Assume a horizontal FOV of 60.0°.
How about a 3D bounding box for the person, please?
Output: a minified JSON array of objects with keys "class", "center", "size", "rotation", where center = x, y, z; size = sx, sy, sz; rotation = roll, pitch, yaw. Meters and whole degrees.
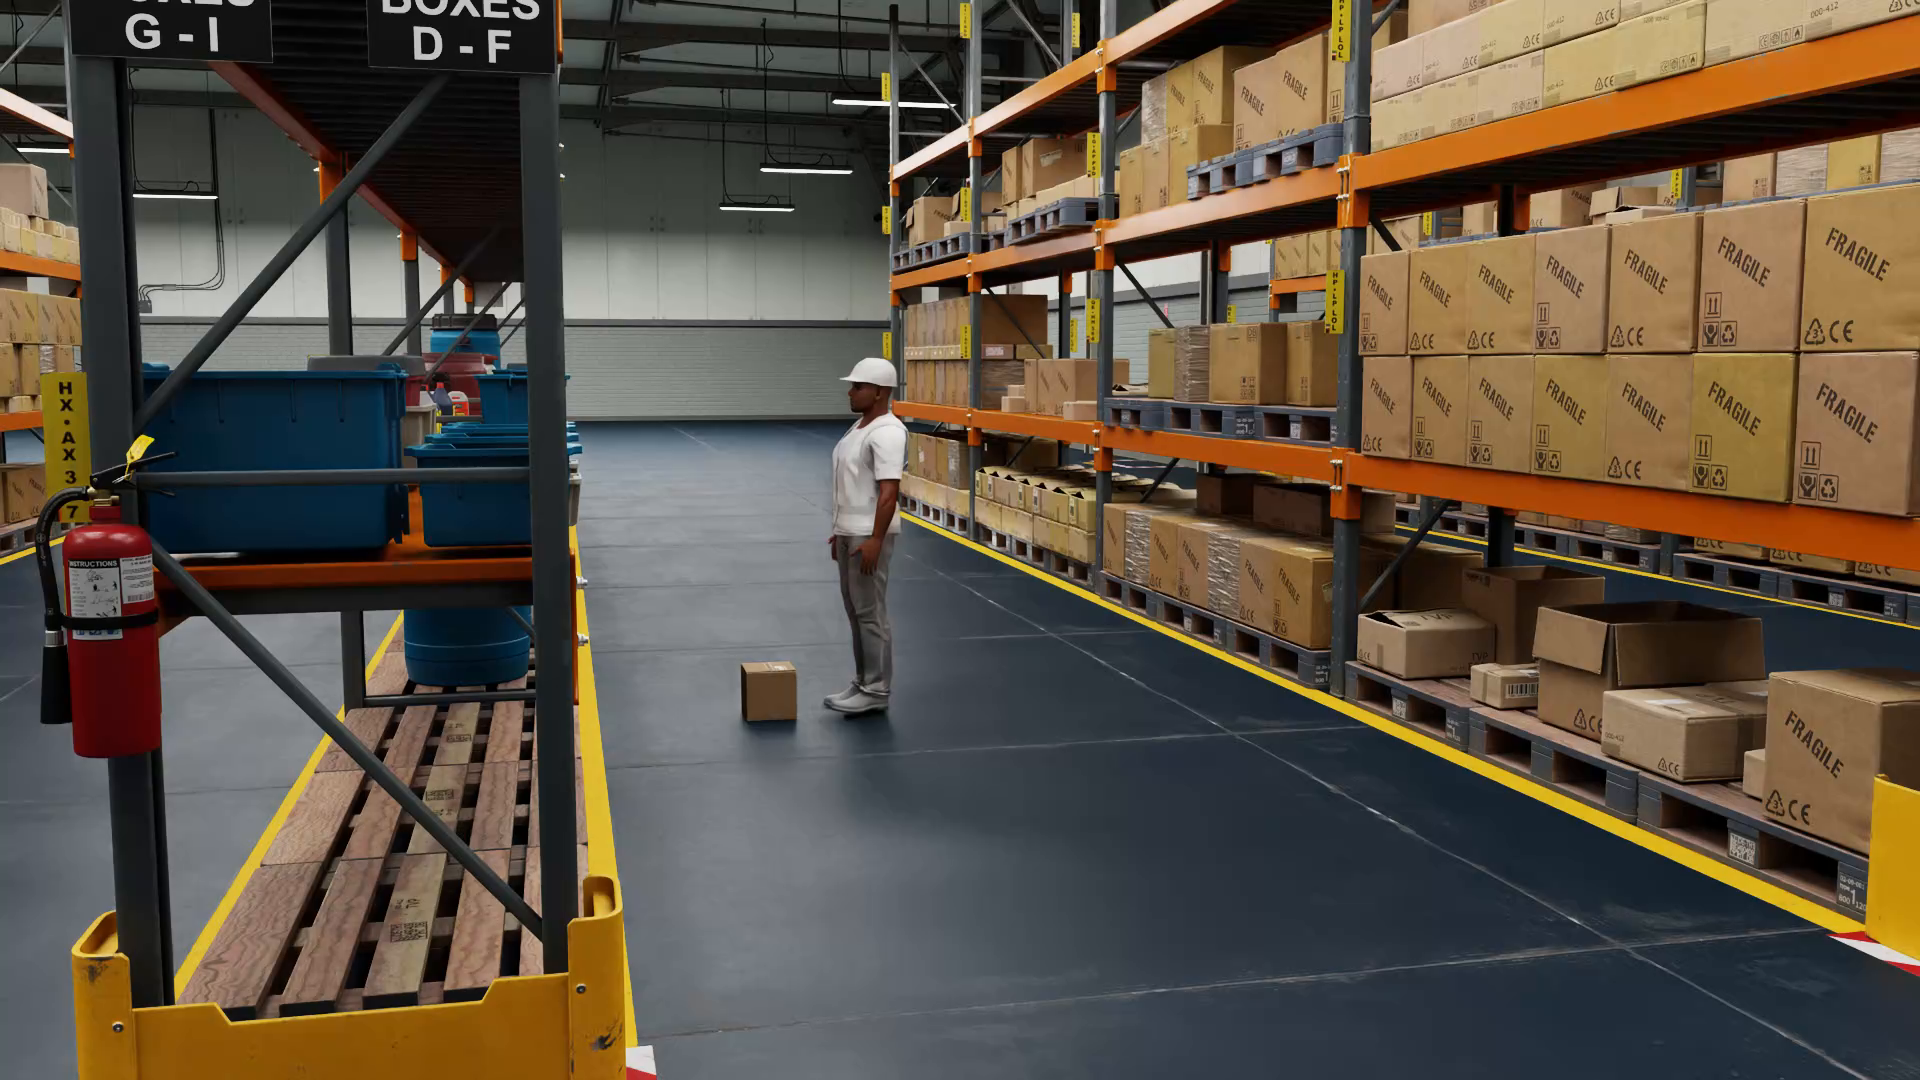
[{"class":"person","center":[-0.485,-0.021,8.378],"size":[0.402,1.781,0.586],"rotation":[-2,6,-20]}]
